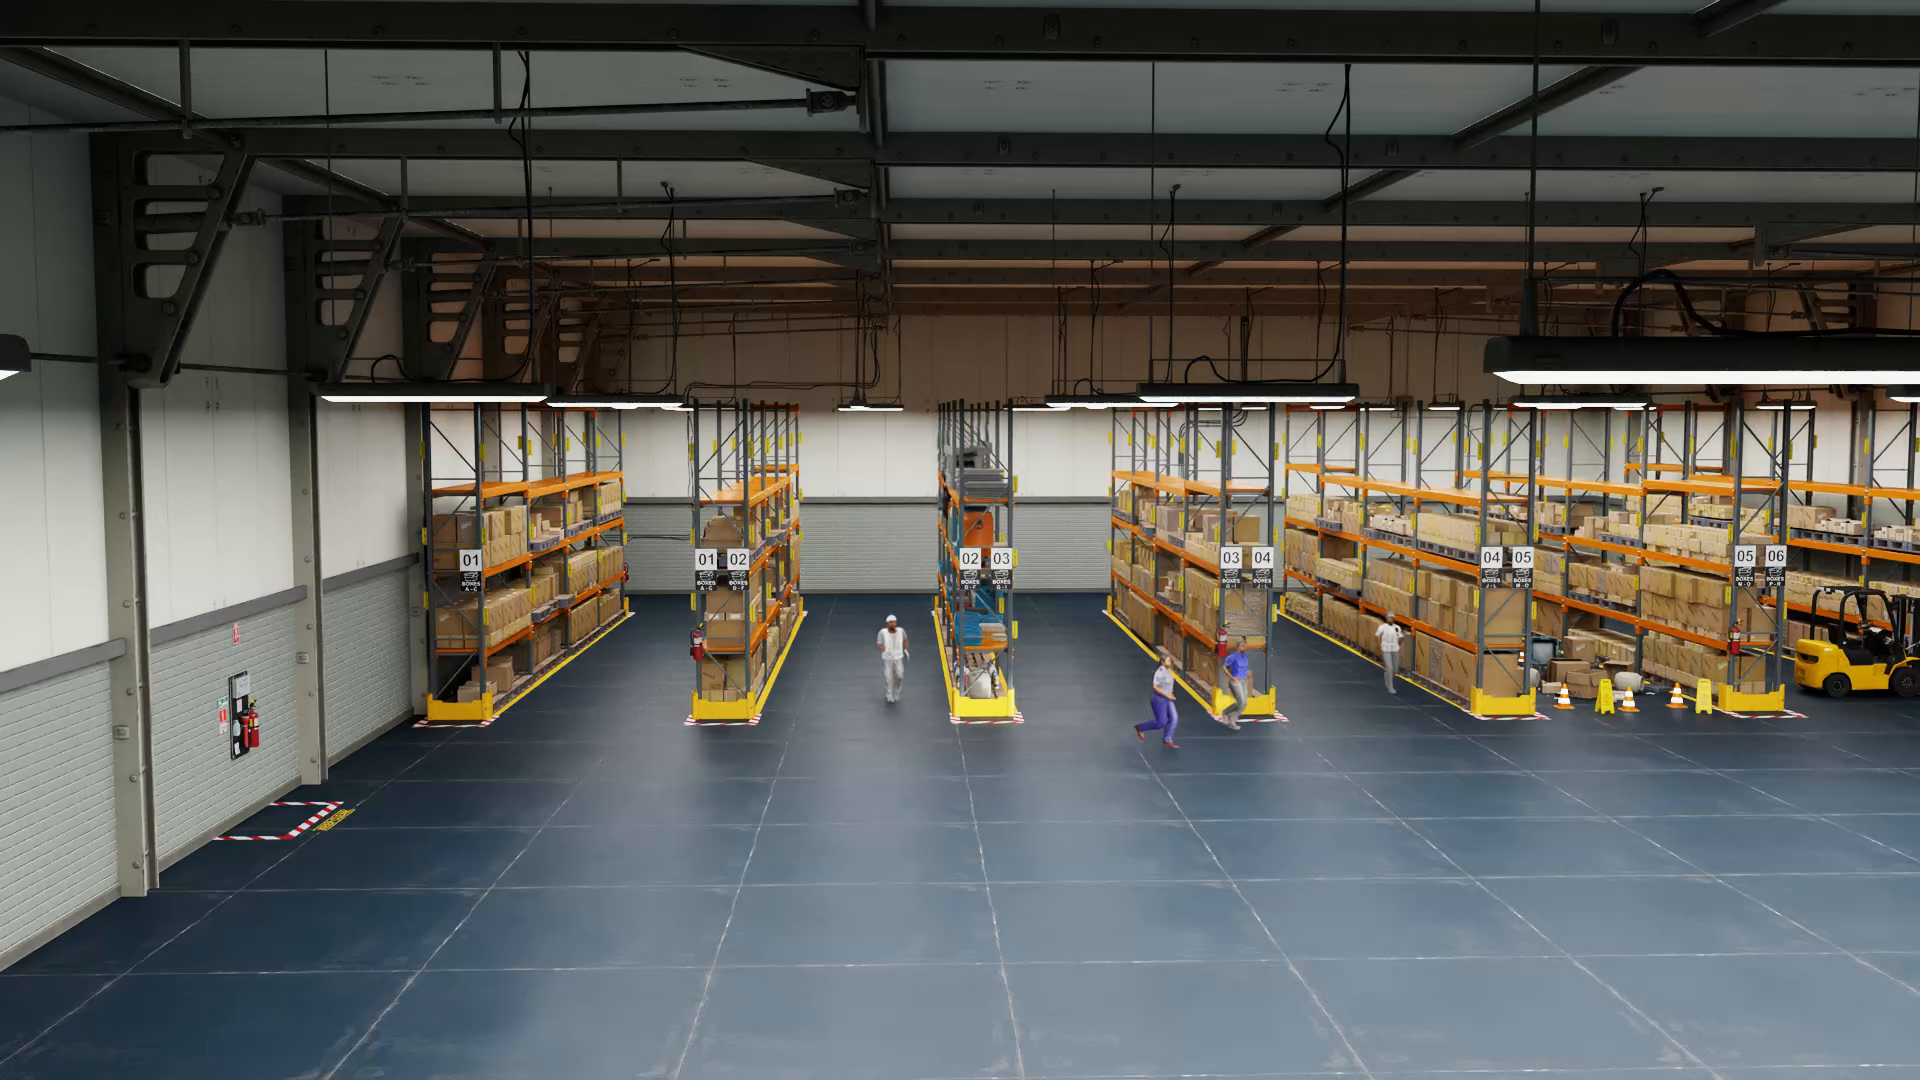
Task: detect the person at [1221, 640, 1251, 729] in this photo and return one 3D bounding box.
[{"bbox_3d":[5.073,2.632,30.236,0.608,1.599,0.500,-4,6,-41],"label":"person"}]

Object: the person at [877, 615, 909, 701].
[{"bbox_3d":[-1.312,2.342,32.813,0.667,1.734,0.738,-1,4,-10],"label":"person"}]

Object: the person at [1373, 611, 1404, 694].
[{"bbox_3d":[8.841,2.284,34.251,0.588,1.669,0.834,0,4,-5],"label":"person"}]

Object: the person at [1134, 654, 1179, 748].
[{"bbox_3d":[3.412,2.758,28.573,0.736,1.620,0.603,2,5,25],"label":"person"}]
